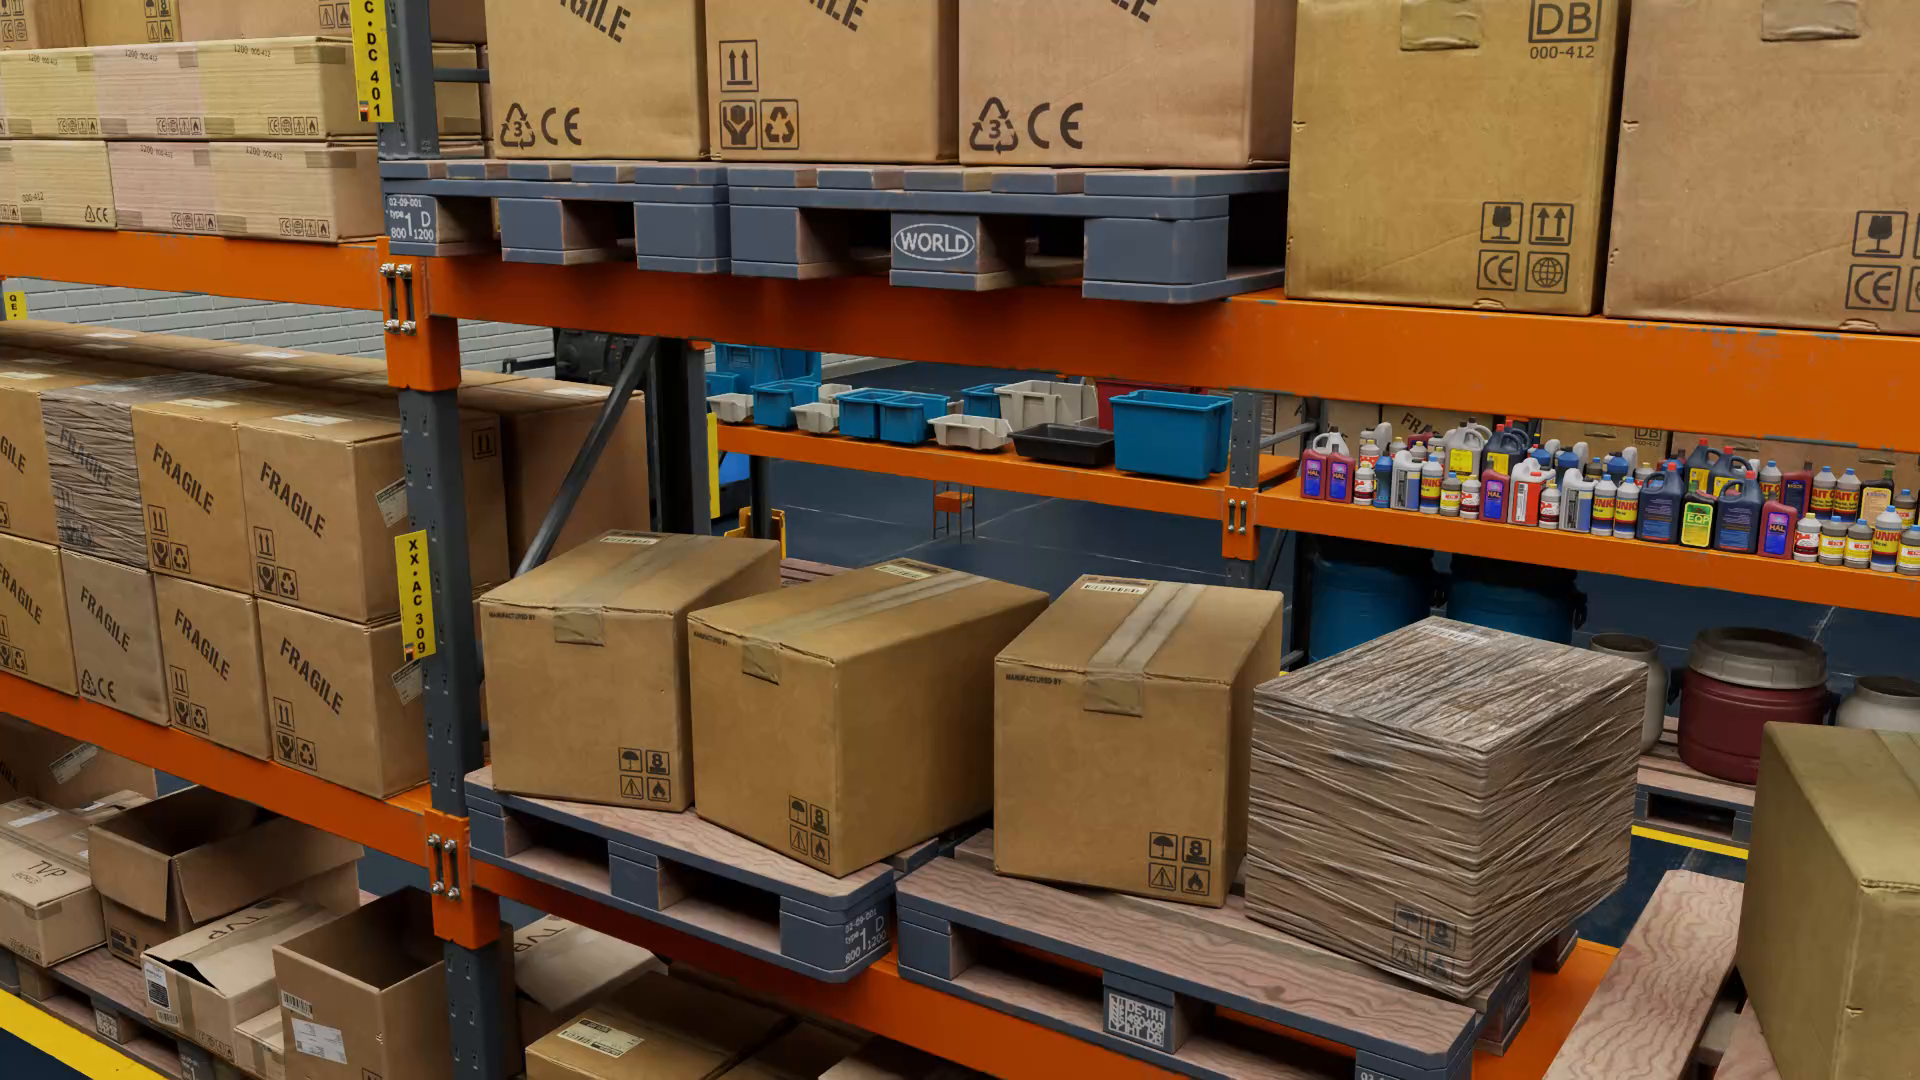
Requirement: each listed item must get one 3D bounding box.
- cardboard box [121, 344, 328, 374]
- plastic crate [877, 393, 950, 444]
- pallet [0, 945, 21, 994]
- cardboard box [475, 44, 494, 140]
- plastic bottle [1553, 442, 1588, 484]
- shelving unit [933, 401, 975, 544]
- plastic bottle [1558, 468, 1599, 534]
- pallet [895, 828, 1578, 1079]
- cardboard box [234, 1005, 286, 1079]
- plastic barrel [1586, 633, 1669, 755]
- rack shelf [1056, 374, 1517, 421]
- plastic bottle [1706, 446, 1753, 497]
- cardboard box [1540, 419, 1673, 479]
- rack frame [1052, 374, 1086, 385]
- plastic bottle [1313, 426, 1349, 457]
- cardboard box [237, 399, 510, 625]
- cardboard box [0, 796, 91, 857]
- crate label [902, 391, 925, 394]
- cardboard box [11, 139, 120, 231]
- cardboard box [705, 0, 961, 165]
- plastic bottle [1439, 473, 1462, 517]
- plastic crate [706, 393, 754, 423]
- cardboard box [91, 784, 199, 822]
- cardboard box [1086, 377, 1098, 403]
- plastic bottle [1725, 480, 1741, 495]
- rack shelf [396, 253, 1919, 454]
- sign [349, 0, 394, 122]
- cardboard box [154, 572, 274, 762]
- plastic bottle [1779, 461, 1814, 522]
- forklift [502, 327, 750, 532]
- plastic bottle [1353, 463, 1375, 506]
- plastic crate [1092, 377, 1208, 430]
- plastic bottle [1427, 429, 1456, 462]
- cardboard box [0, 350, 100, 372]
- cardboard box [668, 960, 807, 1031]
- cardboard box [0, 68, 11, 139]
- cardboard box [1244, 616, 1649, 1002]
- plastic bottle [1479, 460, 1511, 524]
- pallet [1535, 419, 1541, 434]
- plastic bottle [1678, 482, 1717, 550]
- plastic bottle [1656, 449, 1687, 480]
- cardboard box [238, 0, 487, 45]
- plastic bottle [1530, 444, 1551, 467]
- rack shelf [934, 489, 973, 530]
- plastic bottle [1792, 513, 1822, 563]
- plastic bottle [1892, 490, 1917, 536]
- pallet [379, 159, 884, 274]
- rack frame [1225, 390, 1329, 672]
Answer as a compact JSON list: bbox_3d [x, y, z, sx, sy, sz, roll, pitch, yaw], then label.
[{"bbox_3d":[-2.596,-0.408,5.941,0.500,0.500,0.500,10,17,35],"label":"cardboard box"},{"bbox_3d":[-0.268,-0.704,9.647,0.300,0.233,0.416,9,17,33],"label":"plastic crate"},{"bbox_3d":[-3.673,1.386,6.784,1.213,0.211,1.003,9,17,33],"label":"pallet"},{"bbox_3d":[-1.344,-1.289,4.816,0.500,0.250,0.500,9,17,33],"label":"cardboard box"},{"bbox_3d":[3.030,-0.352,8.260,0.135,0.276,0.152,9,17,33],"label":"plastic bottle"},{"bbox_3d":[-0.044,-0.517,12.726,0.252,1.050,0.215,9,17,33],"label":"shelving unit"},{"bbox_3d":[2.821,-0.182,7.572,0.135,0.276,0.152,9,17,33],"label":"plastic bottle"},{"bbox_3d":[0.624,0.822,3.660,1.213,0.211,1.003,9,17,33],"label":"pallet"},{"bbox_3d":[-2.054,1.564,5.279,0.250,0.149,0.380,9,17,33],"label":"cardboard box"},{"bbox_3d":[3.137,0.734,7.921,0.421,0.512,0.421,0,14,0],"label":"plastic barrel"},{"bbox_3d":[2.794,-1.442,13.902,4.000,0.370,1.077,9,17,33],"label":"rack shelf"},{"bbox_3d":[3.575,-0.257,7.722,0.185,0.351,0.144,9,17,33],"label":"plastic bottle"},{"bbox_3d":[4.995,-0.613,12.606,0.875,0.875,1.225,9,17,33],"label":"cardboard box"},{"bbox_3d":[1.134,-2.059,14.899,0.127,3.000,1.000,9,17,33],"label":"rack frame"},{"bbox_3d":[1.834,-0.394,8.275,0.185,0.351,0.144,9,17,33],"label":"plastic bottle"},{"bbox_3d":[-1.643,-0.098,4.688,0.500,0.500,0.500,9,17,33],"label":"cardboard box"},{"bbox_3d":[-3.690,1.233,6.405,0.500,0.250,0.500,9,17,33],"label":"cardboard box"},{"bbox_3d":[-0.375,-0.825,10.338,0.243,0.136,0.396,9,17,33],"label":"crate label"},{"bbox_3d":[-2.459,-1.078,5.005,0.500,0.250,0.500,9,17,33],"label":"cardboard box"},{"bbox_3d":[-0.135,-1.138,3.644,0.600,0.600,0.600,9,16,32],"label":"cardboard box"},{"bbox_3d":[2.326,-0.217,7.873,0.097,0.201,0.097,0,14,0],"label":"plastic bottle"},{"bbox_3d":[-1.389,-0.814,10.294,0.298,0.136,0.250,9,17,33],"label":"plastic crate"},{"bbox_3d":[-3.038,1.194,6.564,0.500,0.250,0.500,9,17,33],"label":"cardboard box"},{"bbox_3d":[1.710,-1.162,14.821,0.875,0.875,0.875,9,17,33],"label":"cardboard box"},{"bbox_3d":[3.413,-0.118,7.300,0.133,0.283,0.061,9,17,33],"label":"plastic bottle"},{"bbox_3d":[0.581,-0.387,3.397,4.000,0.370,1.077,9,17,33],"label":"rack shelf"},{"bbox_3d":[-1.375,-1.146,3.891,0.005,0.325,0.100,9,17,33],"label":"sign"},{"bbox_3d":[-2.065,0.319,5.085,0.500,0.500,0.500,10,17,34],"label":"cardboard box"},{"bbox_3d":[3.896,-0.229,7.747,0.133,0.283,0.061,9,17,33],"label":"plastic bottle"},{"bbox_3d":[-2.898,-1.461,12.625,1.130,2.935,3.031,10,17,36],"label":"forklift"},{"bbox_3d":[1.972,-0.275,8.104,0.097,0.201,0.097,0,14,0],"label":"plastic bottle"},{"bbox_3d":[1.088,-0.765,9.413,0.583,0.464,0.402,9,17,33],"label":"plastic crate"},{"bbox_3d":[2.499,-0.437,8.606,0.135,0.276,0.152,9,17,33],"label":"plastic bottle"},{"bbox_3d":[-3.326,-0.369,5.784,0.500,0.500,0.500,9,17,34],"label":"cardboard box"},{"bbox_3d":[-0.509,1.461,4.966,0.500,0.500,0.500,9,17,33],"label":"cardboard box"},{"bbox_3d":[-2.875,-1.387,5.215,0.500,0.250,0.500,9,17,33],"label":"cardboard box"},{"bbox_3d":[1.003,0.513,3.425,0.500,0.500,0.700,13,19,43],"label":"cardboard box"},{"bbox_3d":[2.492,-0.225,7.733,0.133,0.283,0.061,9,17,33],"label":"plastic bottle"},{"bbox_3d":[6.728,-1.227,17.342,1.213,0.211,1.003,9,17,33],"label":"pallet"},{"bbox_3d":[3.222,-0.107,7.256,0.133,0.283,0.061,9,17,33],"label":"plastic bottle"},{"bbox_3d":[3.439,-0.302,8.045,0.133,0.283,0.061,9,17,33],"label":"plastic bottle"},{"bbox_3d":[-1.504,-1.595,4.495,0.500,0.500,0.700,9,17,33],"label":"cardboard box"},{"bbox_3d":[2.864,-0.340,8.223,0.097,0.271,0.097,0,14,0],"label":"plastic bottle"},{"bbox_3d":[-0.044,-0.237,12.795,0.240,0.259,0.215,9,17,33],"label":"rack shelf"},{"bbox_3d":[3.592,-0.013,7.046,0.097,0.201,0.097,0,14,0],"label":"plastic bottle"},{"bbox_3d":[4.254,-0.126,7.502,0.097,0.201,0.097,0,14,0],"label":"plastic bottle"},{"bbox_3d":[-0.577,-0.811,4.007,1.003,0.211,1.213,9,17,33],"label":"pallet"},{"bbox_3d":[1.689,-0.535,8.742,0.127,3.000,1.000,9,17,33],"label":"rack frame"}]
